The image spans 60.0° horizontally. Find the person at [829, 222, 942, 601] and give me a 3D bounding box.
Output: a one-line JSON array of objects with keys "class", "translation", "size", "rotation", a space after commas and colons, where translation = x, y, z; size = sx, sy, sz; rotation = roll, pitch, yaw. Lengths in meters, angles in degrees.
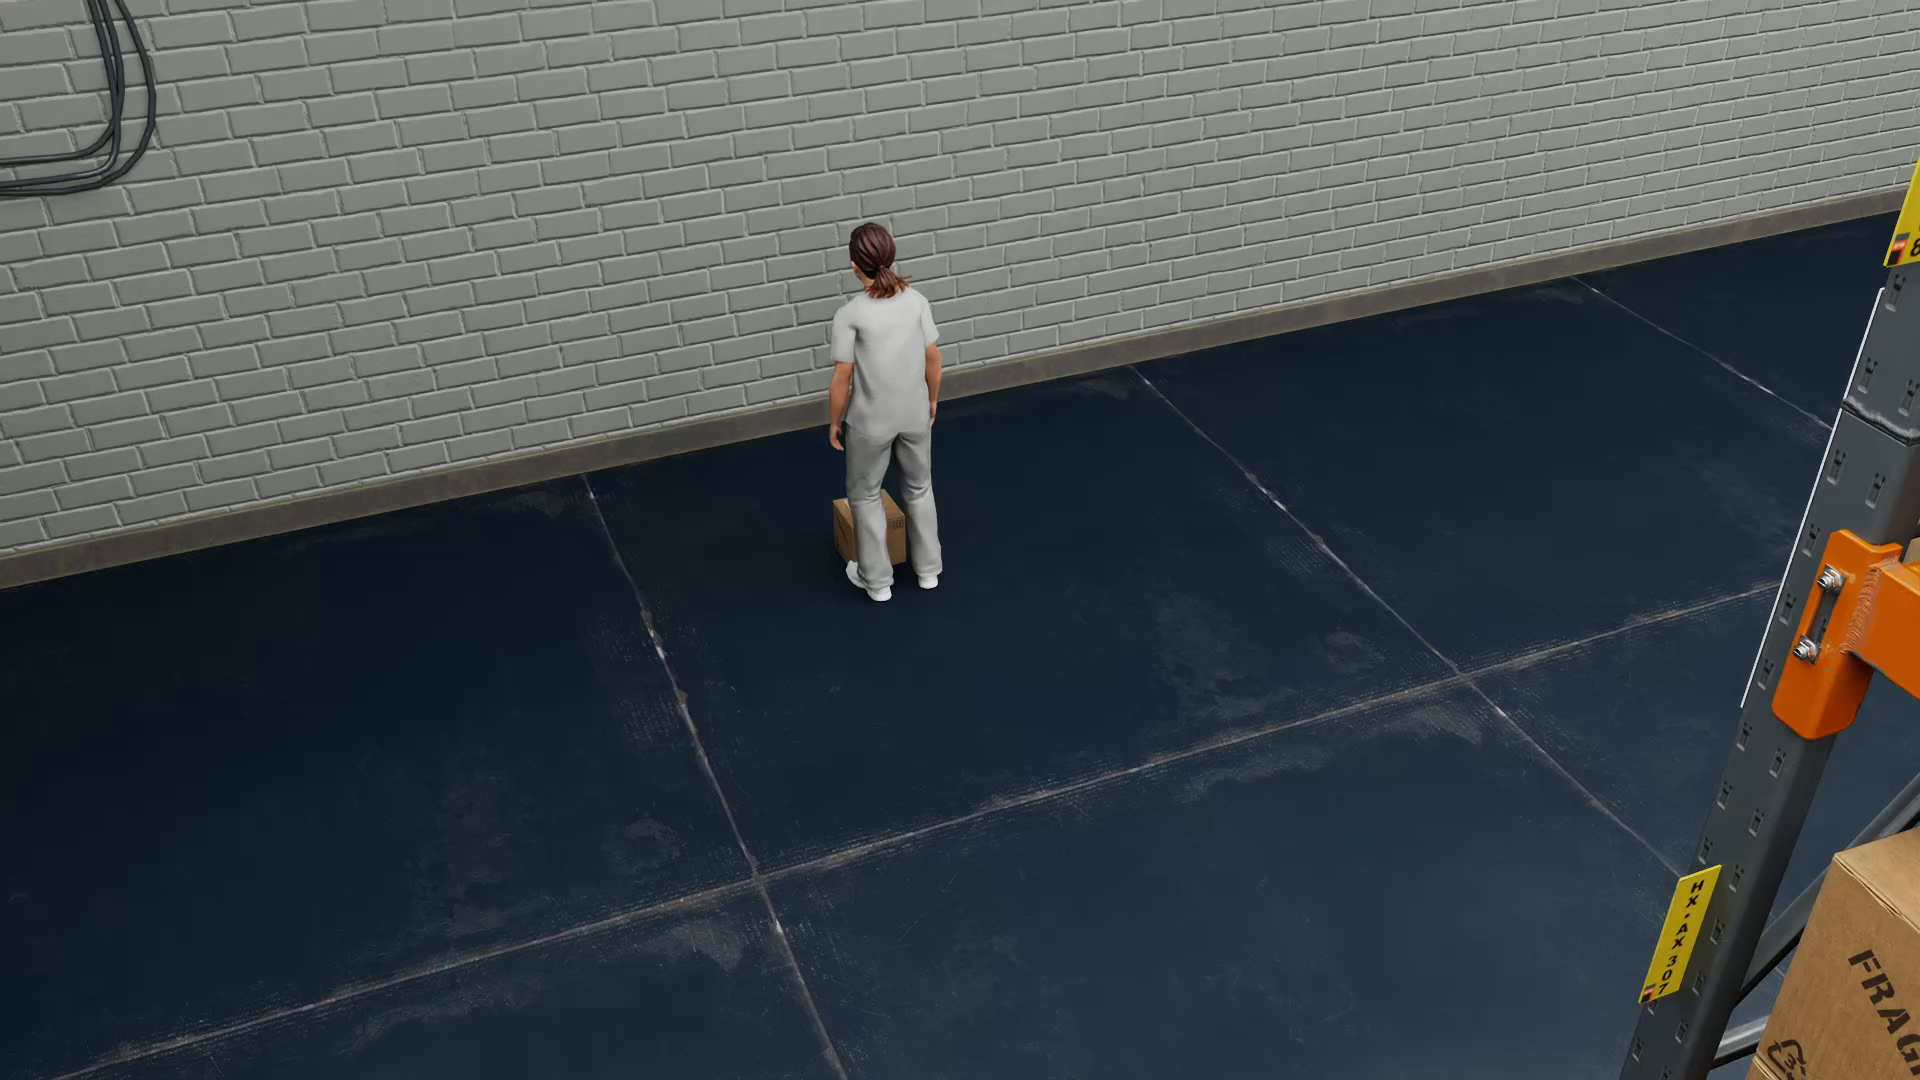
[{"class": "person", "translation": [-0.307, -0.508, 6.908], "size": [0.502, 1.672, 0.344], "rotation": [-14, 36, -20]}]
